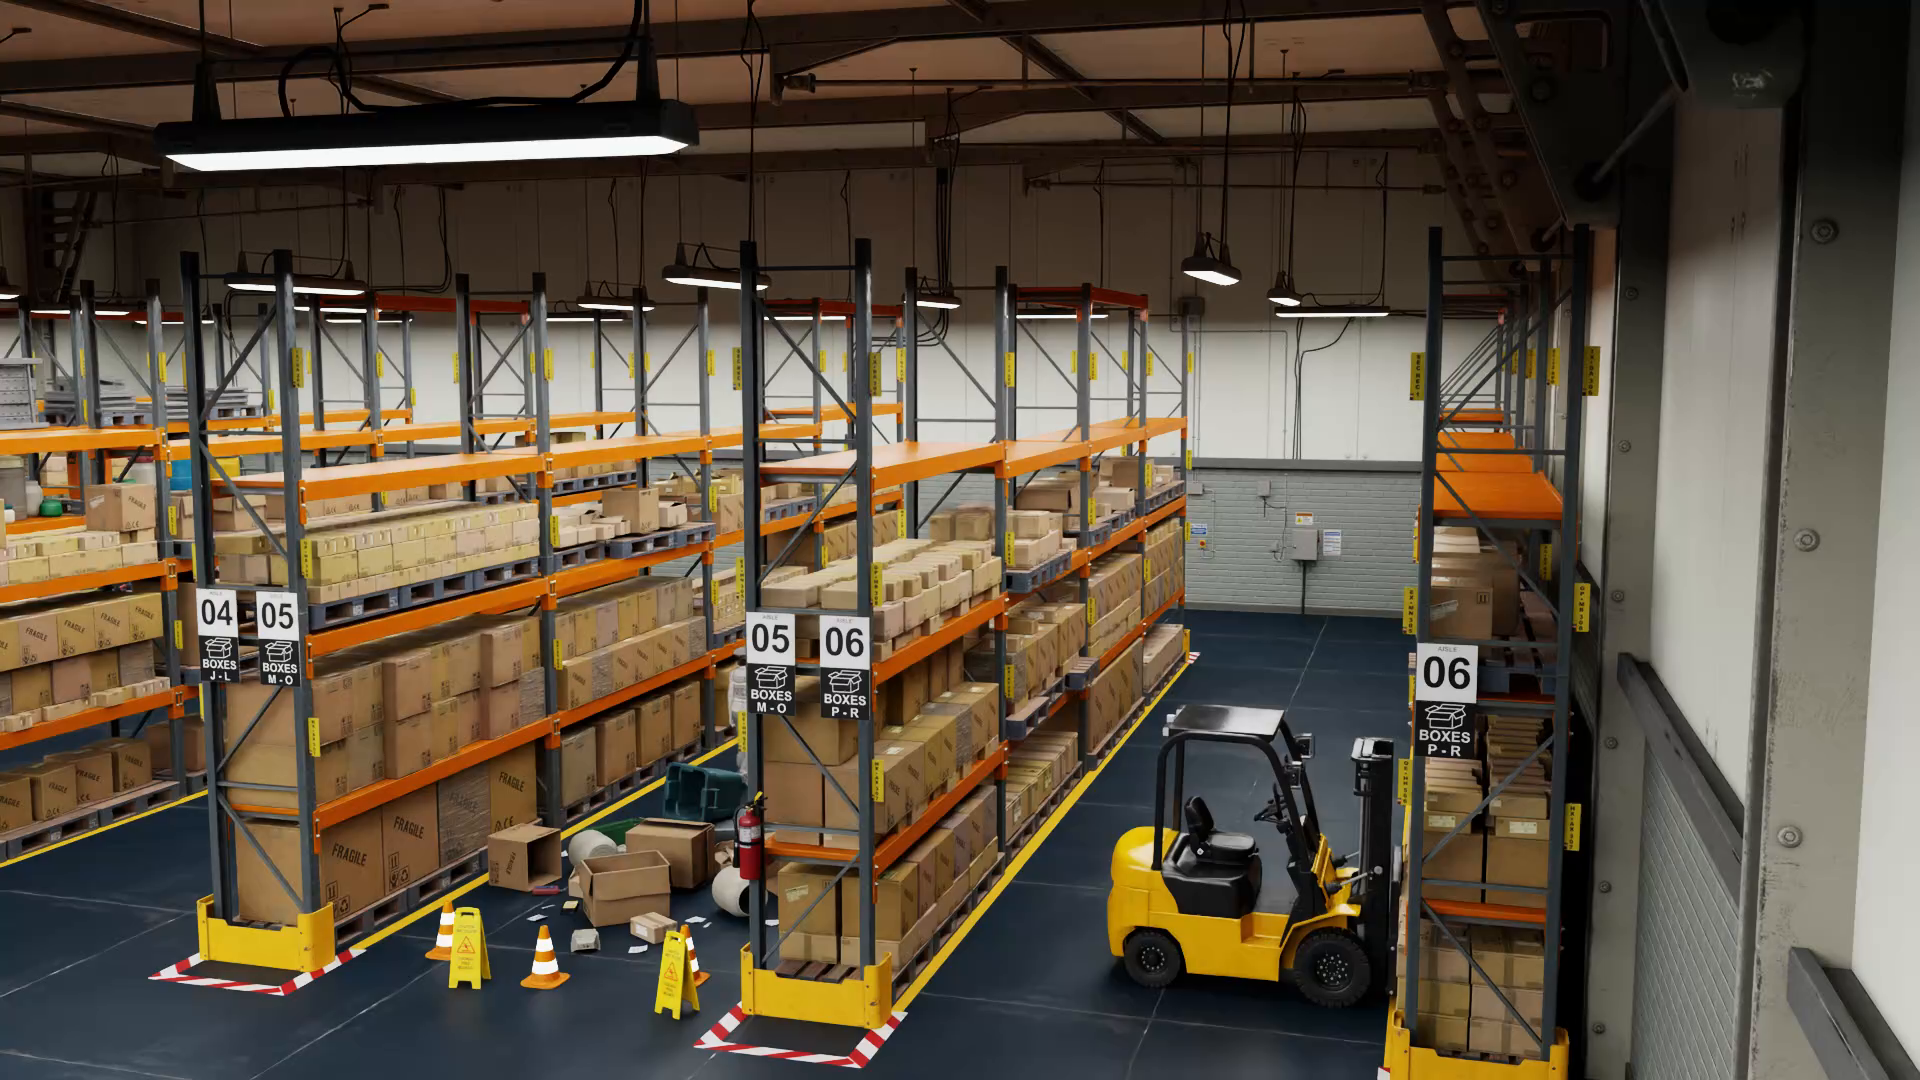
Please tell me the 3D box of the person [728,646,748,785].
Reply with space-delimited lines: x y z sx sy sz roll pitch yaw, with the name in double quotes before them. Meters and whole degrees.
"person" -2.602 2.109 19.948 0.521 1.680 0.485 5 8 39
